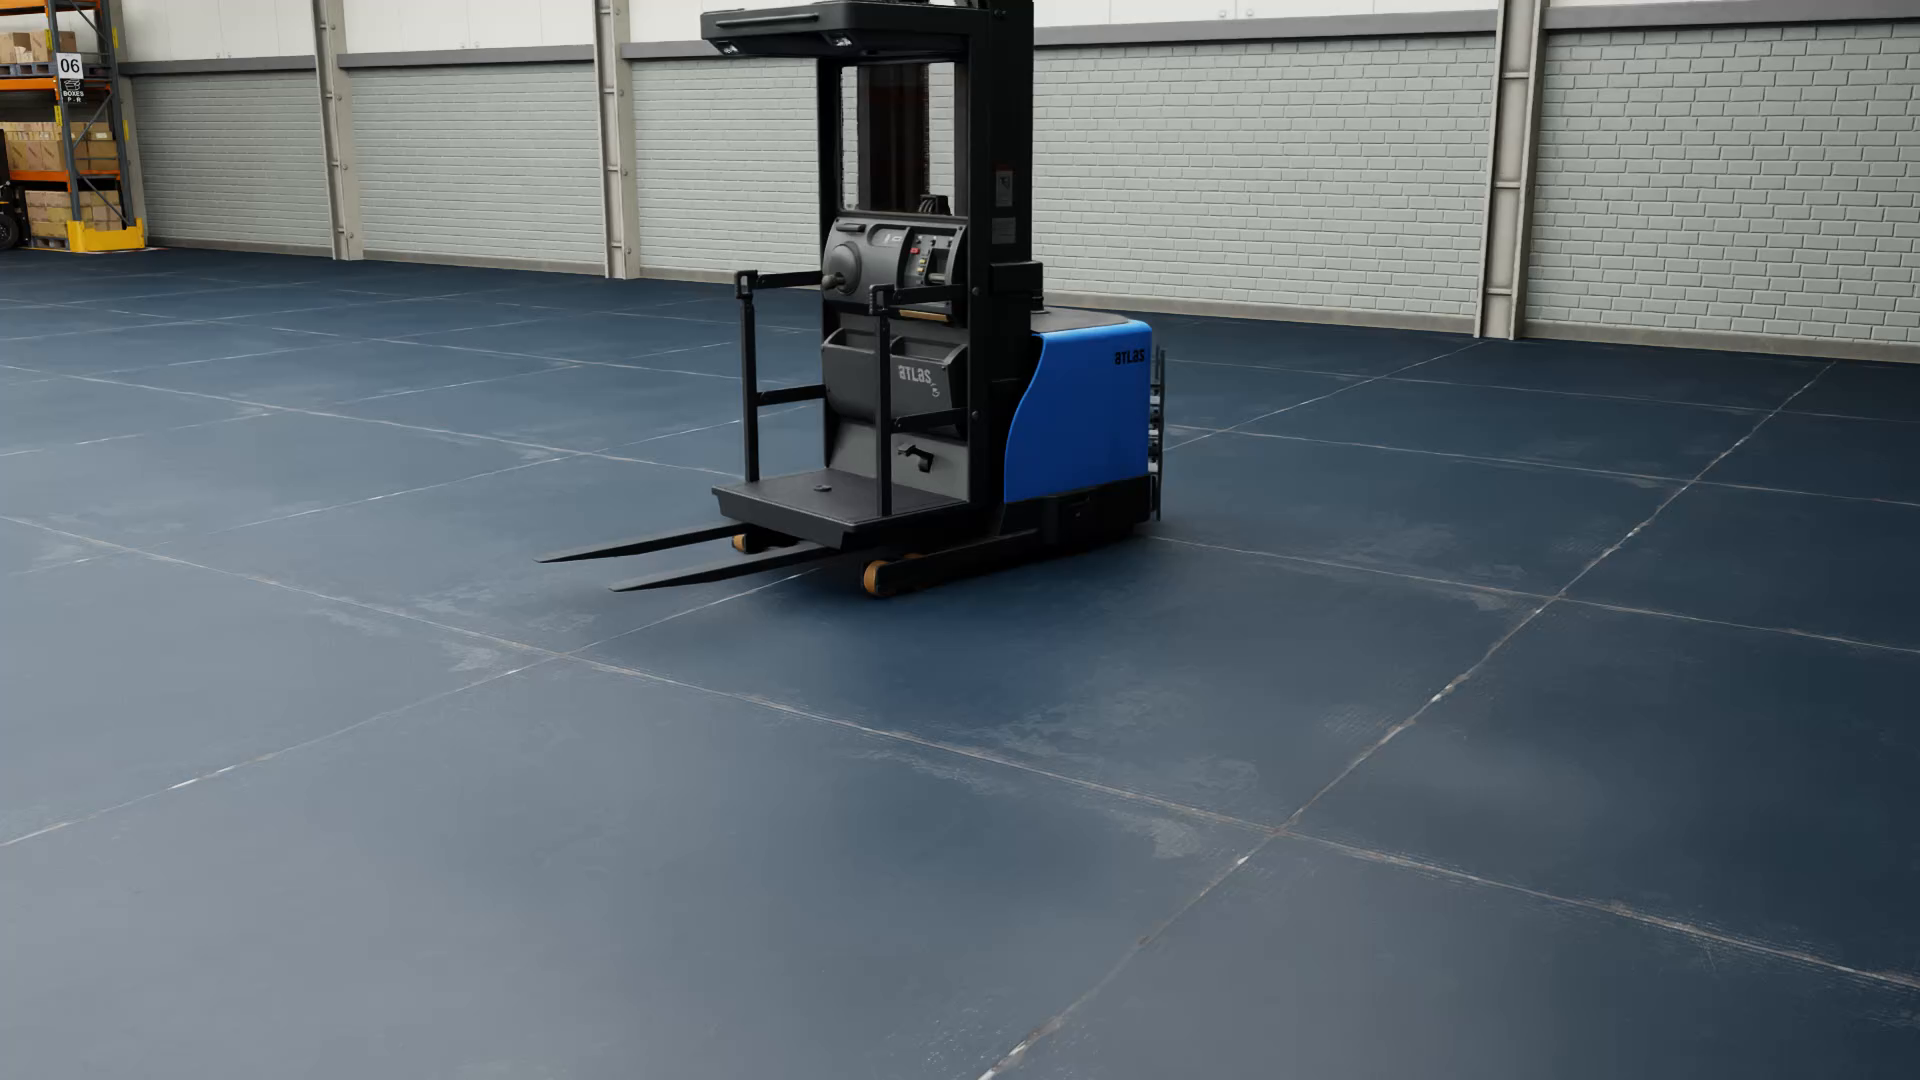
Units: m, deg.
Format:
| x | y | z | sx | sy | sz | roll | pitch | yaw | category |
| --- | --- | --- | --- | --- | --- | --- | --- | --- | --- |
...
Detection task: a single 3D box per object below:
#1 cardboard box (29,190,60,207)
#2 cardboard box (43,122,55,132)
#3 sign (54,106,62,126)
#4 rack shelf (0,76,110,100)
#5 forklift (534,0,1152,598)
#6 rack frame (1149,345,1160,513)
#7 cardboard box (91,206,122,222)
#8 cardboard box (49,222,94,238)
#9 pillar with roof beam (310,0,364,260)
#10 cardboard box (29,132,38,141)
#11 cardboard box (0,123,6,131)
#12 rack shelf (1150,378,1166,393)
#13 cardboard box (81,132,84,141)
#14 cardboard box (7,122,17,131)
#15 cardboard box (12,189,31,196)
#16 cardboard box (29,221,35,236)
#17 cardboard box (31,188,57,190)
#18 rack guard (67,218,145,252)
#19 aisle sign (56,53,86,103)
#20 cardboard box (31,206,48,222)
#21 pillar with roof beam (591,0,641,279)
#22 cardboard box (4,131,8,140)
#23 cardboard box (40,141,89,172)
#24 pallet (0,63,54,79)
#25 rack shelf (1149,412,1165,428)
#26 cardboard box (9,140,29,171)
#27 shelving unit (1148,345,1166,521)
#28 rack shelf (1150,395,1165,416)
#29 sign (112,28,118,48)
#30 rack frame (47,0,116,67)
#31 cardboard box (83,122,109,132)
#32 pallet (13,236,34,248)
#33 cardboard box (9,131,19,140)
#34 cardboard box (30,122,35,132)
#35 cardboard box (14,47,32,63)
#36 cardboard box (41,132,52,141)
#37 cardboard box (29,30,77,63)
| x | y | z | sx | sy | sz | roll | pitch | yaw | category |
| --- | --- | --- | --- | --- | --- | --- | --- | --- | --- |
| -15.505 | -5.829 | 28.396 | 0.500 | 0.250 | 0.500 | 10 | 17 | 34 | cardboard box |
| -15.159 | -6.949 | 27.974 | 0.250 | 0.149 | 0.380 | 9 | 17 | 33 | cardboard box |
| -14.836 | -6.979 | 27.369 | 0.005 | 0.325 | 0.100 | 9 | 17 | 33 | sign |
| -16.181 | -7.783 | 28.776 | 4.000 | 0.370 | 1.077 | 9 | 17 | 33 | rack shelf |
| -0.466 | -1.310 | 7.514 | 3.031 | 2.935 | 1.130 | -12 | 18 | -41 | forklift |
| 0.926 | -0.585 | 8.812 | 0.240 | 0.900 | 0.006 | 0 | 14 | -1 | rack frame |
| -14.796 | -5.624 | 28.608 | 0.500 | 0.250 | 0.500 | 10 | 17 | 34 | cardboard box |
| -15.088 | -5.277 | 28.246 | 0.500 | 0.250 | 0.500 | 9 | 17 | 33 | cardboard box |
| -12.021 | -7.930 | 21.631 | 0.400 | 9.000 | 9.100 | 9 | 17 | 33 | pillar with roof beam |
| -15.575 | -6.873 | 28.286 | 0.250 | 0.149 | 0.380 | 9 | 17 | 32 | cardboard box |
| -16.412 | -7.163 | 28.841 | 0.250 | 0.149 | 0.380 | 9 | 17 | 33 | cardboard box |
| 0.928 | -0.790 | 8.656 | 0.258 | 0.077 | 0.200 | 0 | 14 | -1 | rack shelf |
| -14.899 | -6.889 | 28.352 | 0.250 | 0.149 | 0.380 | 9 | 17 | 33 | cardboard box |
| -16.052 | -7.073 | 28.476 | 0.250 | 0.149 | 0.380 | 10 | 17 | 34 | cardboard box |
| -16.345 | -5.964 | 28.942 | 0.500 | 0.250 | 0.500 | 9 | 16 | 32 | cardboard box |
| -15.905 | -5.414 | 28.802 | 0.500 | 0.250 | 0.500 | 9 | 17 | 33 | cardboard box |
| -16.062 | -6.070 | 29.370 | 0.500 | 0.250 | 0.500 | 9 | 16 | 32 | cardboard box |
| -14.502 | -5.191 | 28.254 | 0.348 | 0.500 | 1.175 | 9 | 17 | 33 | rack guard |
| -14.631 | -7.602 | 27.382 | 0.004 | 0.787 | 0.394 | 9 | 17 | 33 | aisle sign |
| -15.510 | -5.592 | 28.479 | 0.500 | 0.250 | 0.500 | 9 | 17 | 32 | cardboard box |
| -7.042 | -7.125 | 18.380 | 0.400 | 9.000 | 9.100 | 9 | 17 | 33 | pillar with roof beam |
| -16.451 | -7.001 | 28.805 | 0.250 | 0.149 | 0.380 | 9 | 16 | 32 | cardboard box |
| -15.077 | -6.470 | 28.009 | 0.500 | 0.500 | 0.500 | 9 | 16 | 32 | cardboard box |
| -16.111 | -8.084 | 28.681 | 1.213 | 0.211 | 1.003 | 9 | 17 | 33 | pallet |
| 0.928 | -0.615 | 8.699 | 0.258 | 0.077 | 0.200 | 0 | 14 | -1 | rack shelf |
| -15.927 | -6.610 | 28.575 | 0.500 | 0.500 | 0.500 | 9 | 16 | 32 | cardboard box |
| 0.928 | -0.560 | 8.713 | 0.258 | 0.900 | 0.210 | 0 | 14 | -1 | shelving unit |
| 0.928 | -0.702 | 8.678 | 0.258 | 0.077 | 0.200 | 0 | 14 | -1 | rack shelf |
| -14.207 | -8.437 | 27.935 | 0.005 | 0.325 | 0.100 | 9 | 17 | 33 | sign |
| -14.522 | -9.320 | 27.246 | 0.127 | 3.000 | 1.000 | 9 | 17 | 33 | rack frame |
| -14.681 | -7.003 | 28.195 | 0.250 | 0.149 | 0.380 | 9 | 16 | 32 | cardboard box |
| -16.188 | -5.312 | 29.344 | 1.213 | 0.211 | 1.003 | 9 | 17 | 33 | pallet |
| -16.044 | -6.929 | 28.514 | 0.250 | 0.149 | 0.380 | 9 | 17 | 33 | cardboard box |
| -15.556 | -7.026 | 28.288 | 0.250 | 0.149 | 0.380 | 9 | 17 | 33 | cardboard box |
| -15.589 | -8.136 | 27.901 | 0.258 | 0.266 | 0.396 | 9 | 17 | 33 | cardboard box |
| -15.195 | -6.790 | 27.953 | 0.250 | 0.149 | 0.380 | 9 | 17 | 34 | cardboard box |
| -15.025 | -8.176 | 27.575 | 0.500 | 0.500 | 0.500 | 10 | 17 | 35 | cardboard box |
